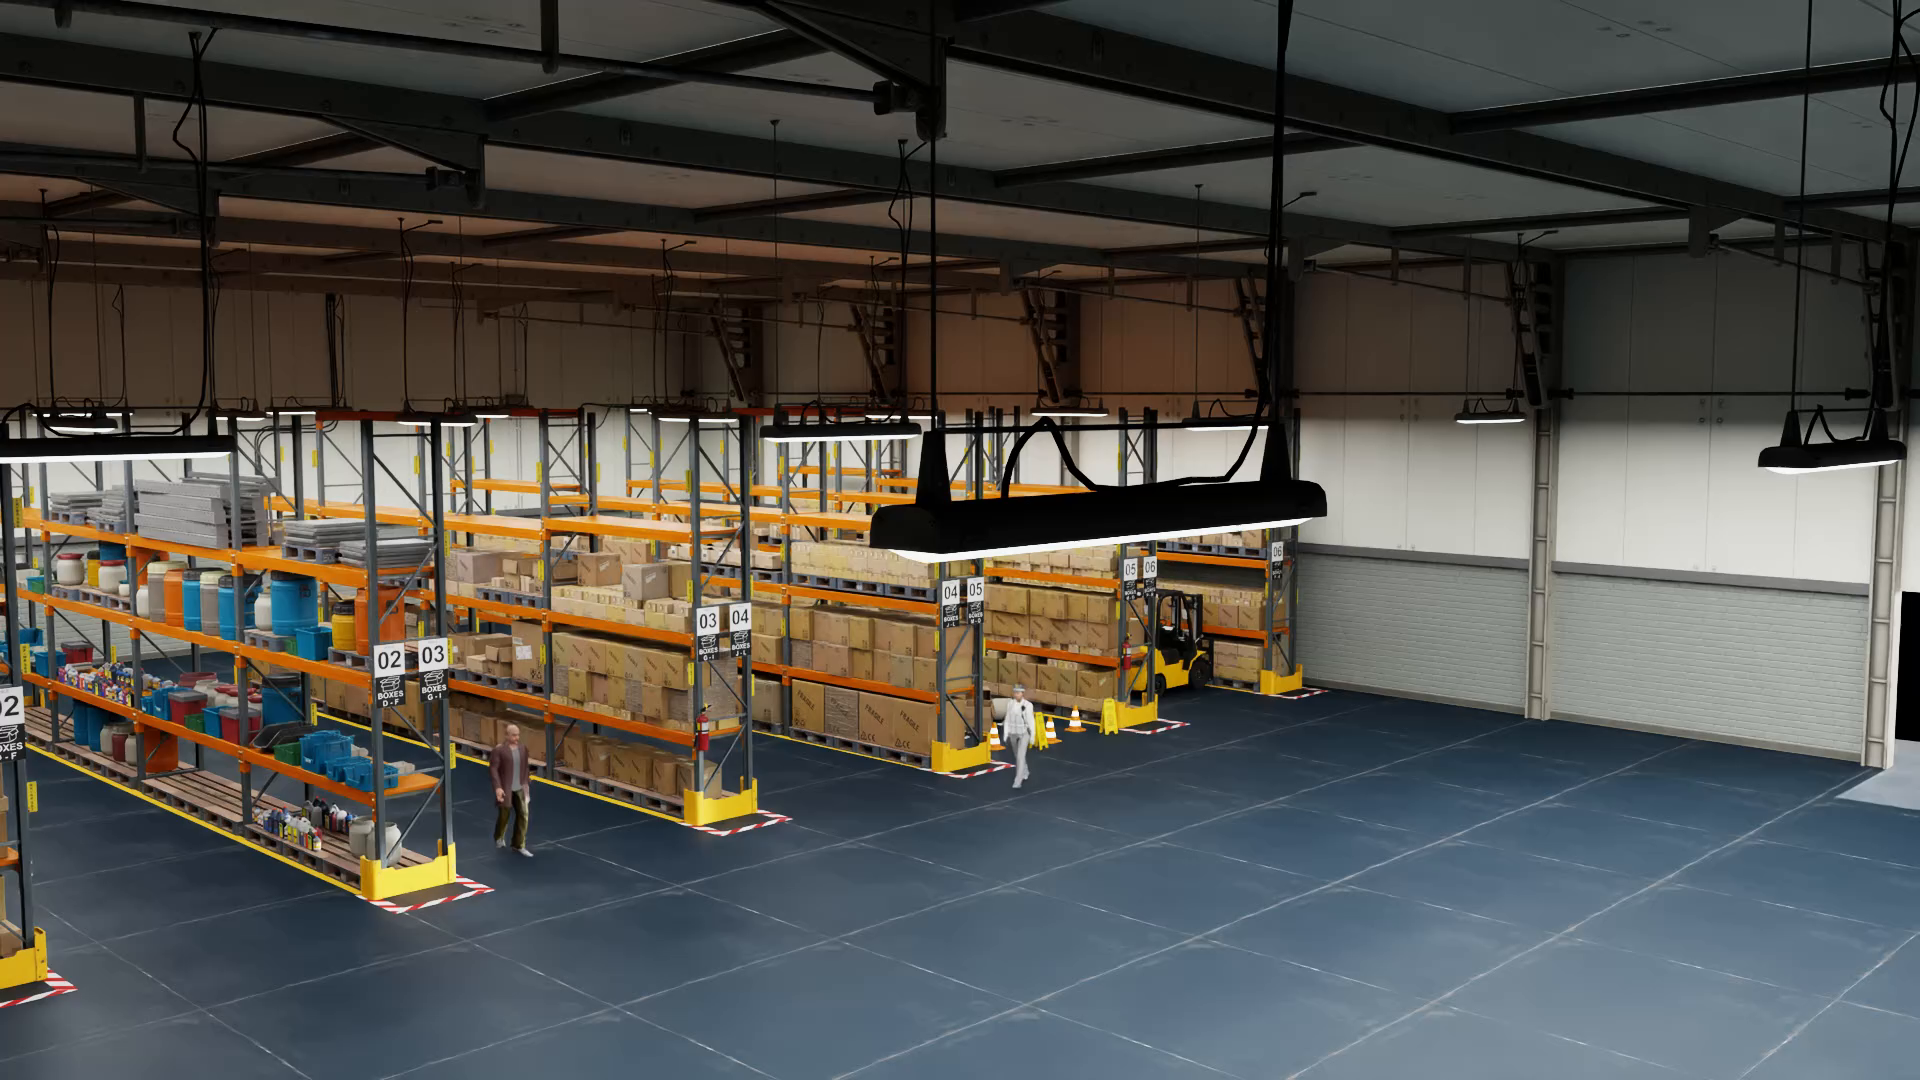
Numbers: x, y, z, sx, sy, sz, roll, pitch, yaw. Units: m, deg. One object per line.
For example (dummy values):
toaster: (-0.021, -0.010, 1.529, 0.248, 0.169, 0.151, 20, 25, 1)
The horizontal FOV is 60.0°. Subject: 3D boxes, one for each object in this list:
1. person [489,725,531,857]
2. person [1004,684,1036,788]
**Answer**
person: (-6.172, 3.446, 22.936, 0.791, 1.795, 0.675, 5, 7, 44)
person: (0.955, 3.129, 26.864, 0.498, 1.647, 0.894, 3, 6, 29)
